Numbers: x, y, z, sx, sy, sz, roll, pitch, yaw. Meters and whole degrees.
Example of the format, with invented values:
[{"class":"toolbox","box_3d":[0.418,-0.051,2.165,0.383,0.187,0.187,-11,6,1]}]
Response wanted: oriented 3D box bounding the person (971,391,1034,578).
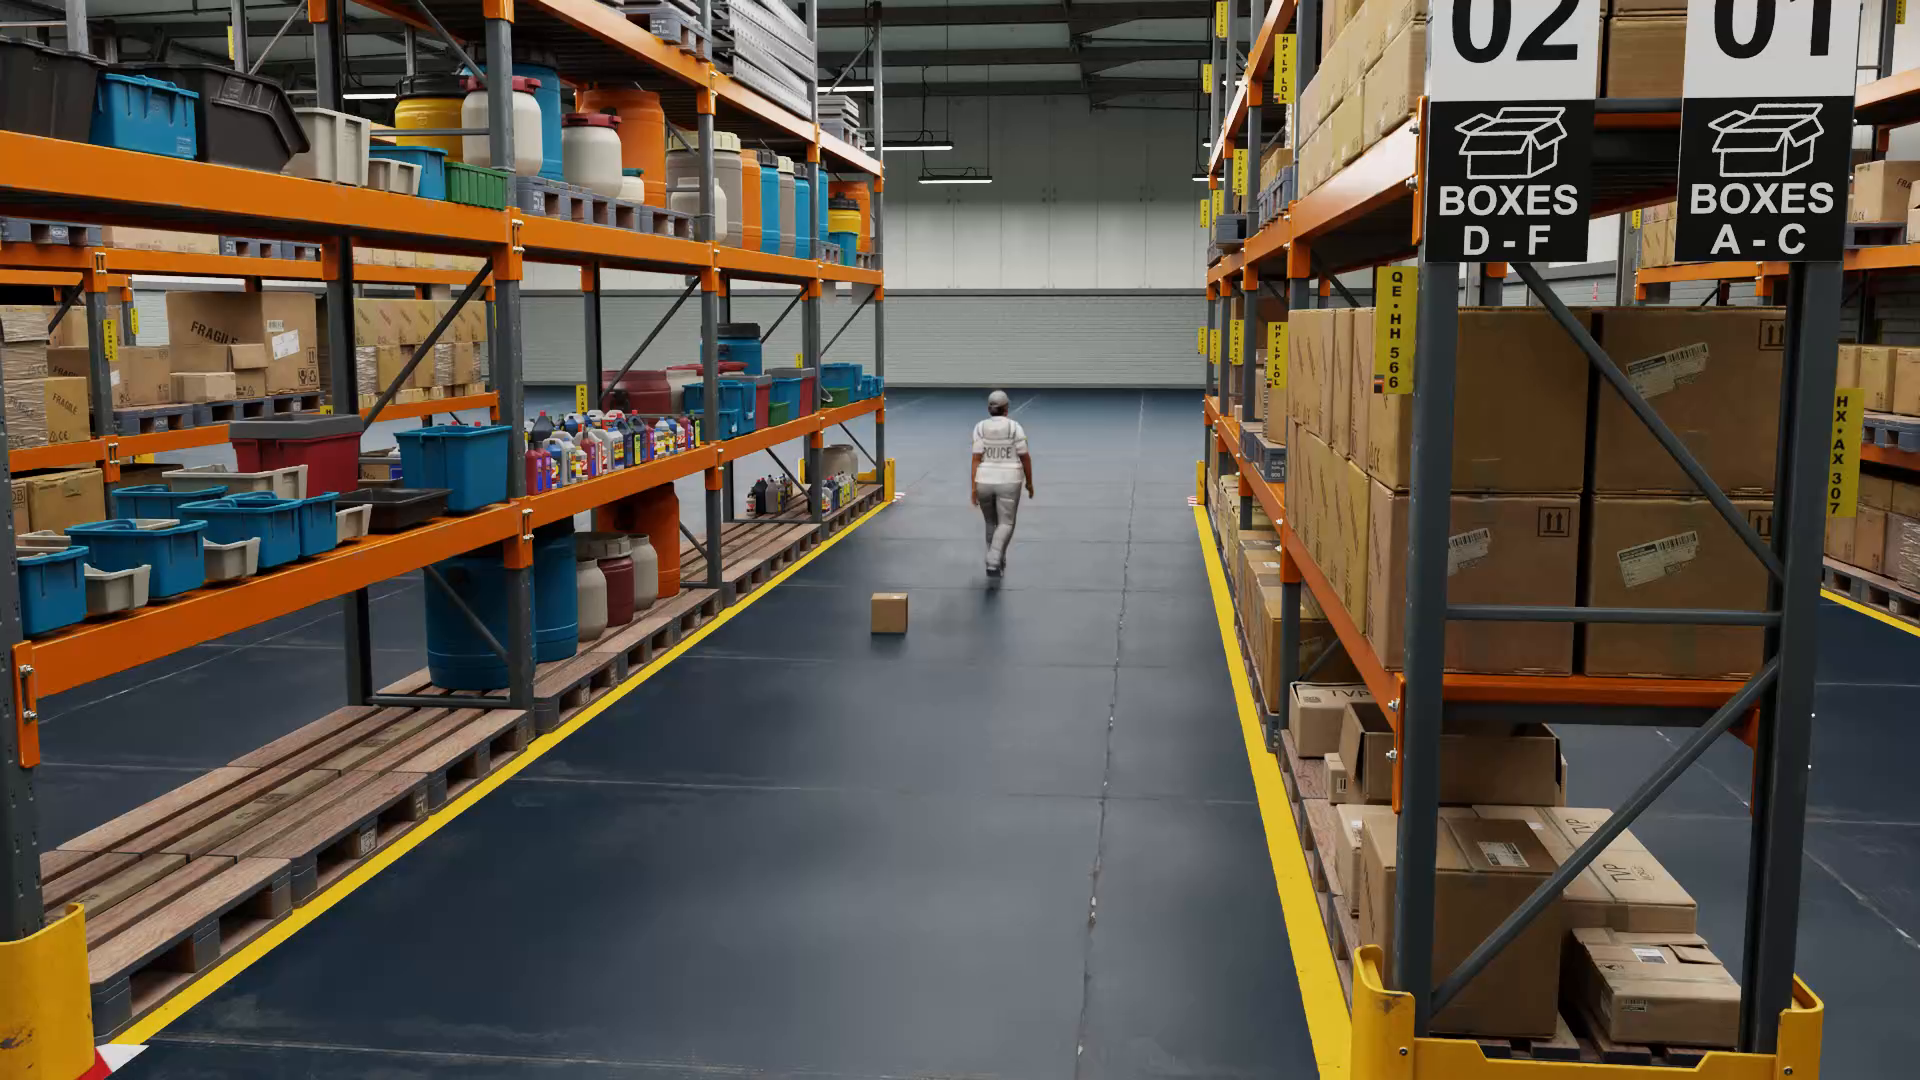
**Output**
[{"class":"person","box_3d":[0.353,-0.481,14.342,0.511,1.612,1.009,2,8,17]}]
